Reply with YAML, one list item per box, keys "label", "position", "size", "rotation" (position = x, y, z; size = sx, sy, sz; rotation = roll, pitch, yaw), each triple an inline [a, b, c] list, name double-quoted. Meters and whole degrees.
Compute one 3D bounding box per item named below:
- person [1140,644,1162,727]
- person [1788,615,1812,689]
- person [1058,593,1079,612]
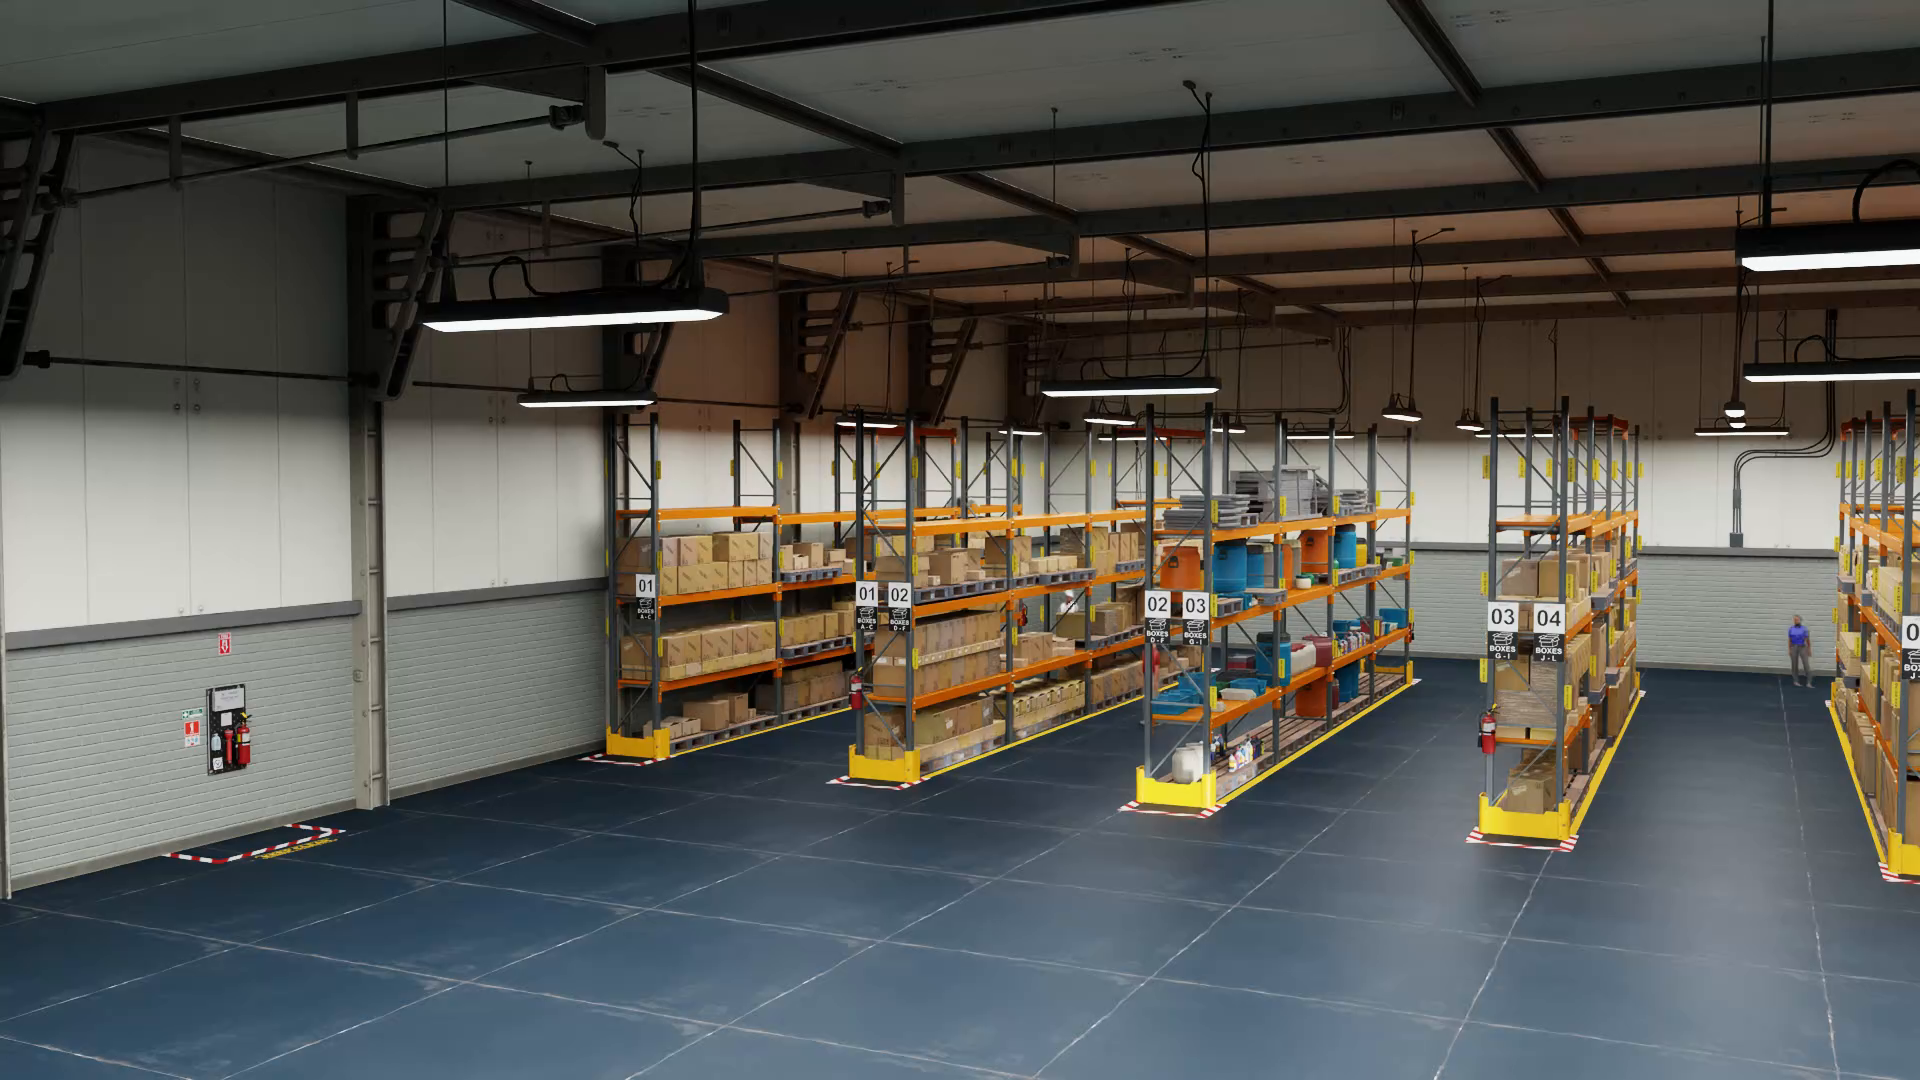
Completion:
- label: "person"
  position: [3.750, 2.768, 32.597]
  size: [0.409, 1.729, 0.619]
  rotation: [0, 2, -1]
- label: "person"
  position: [19.413, 2.572, 38.399]
  size: [0.549, 1.674, 0.385]
  rotation: [2, 3, 40]
- label: "person"
  position: [2.863, 2.270, 44.152]
  size: [0.625, 1.730, 1.082]
  rotation: [0, 2, 2]
